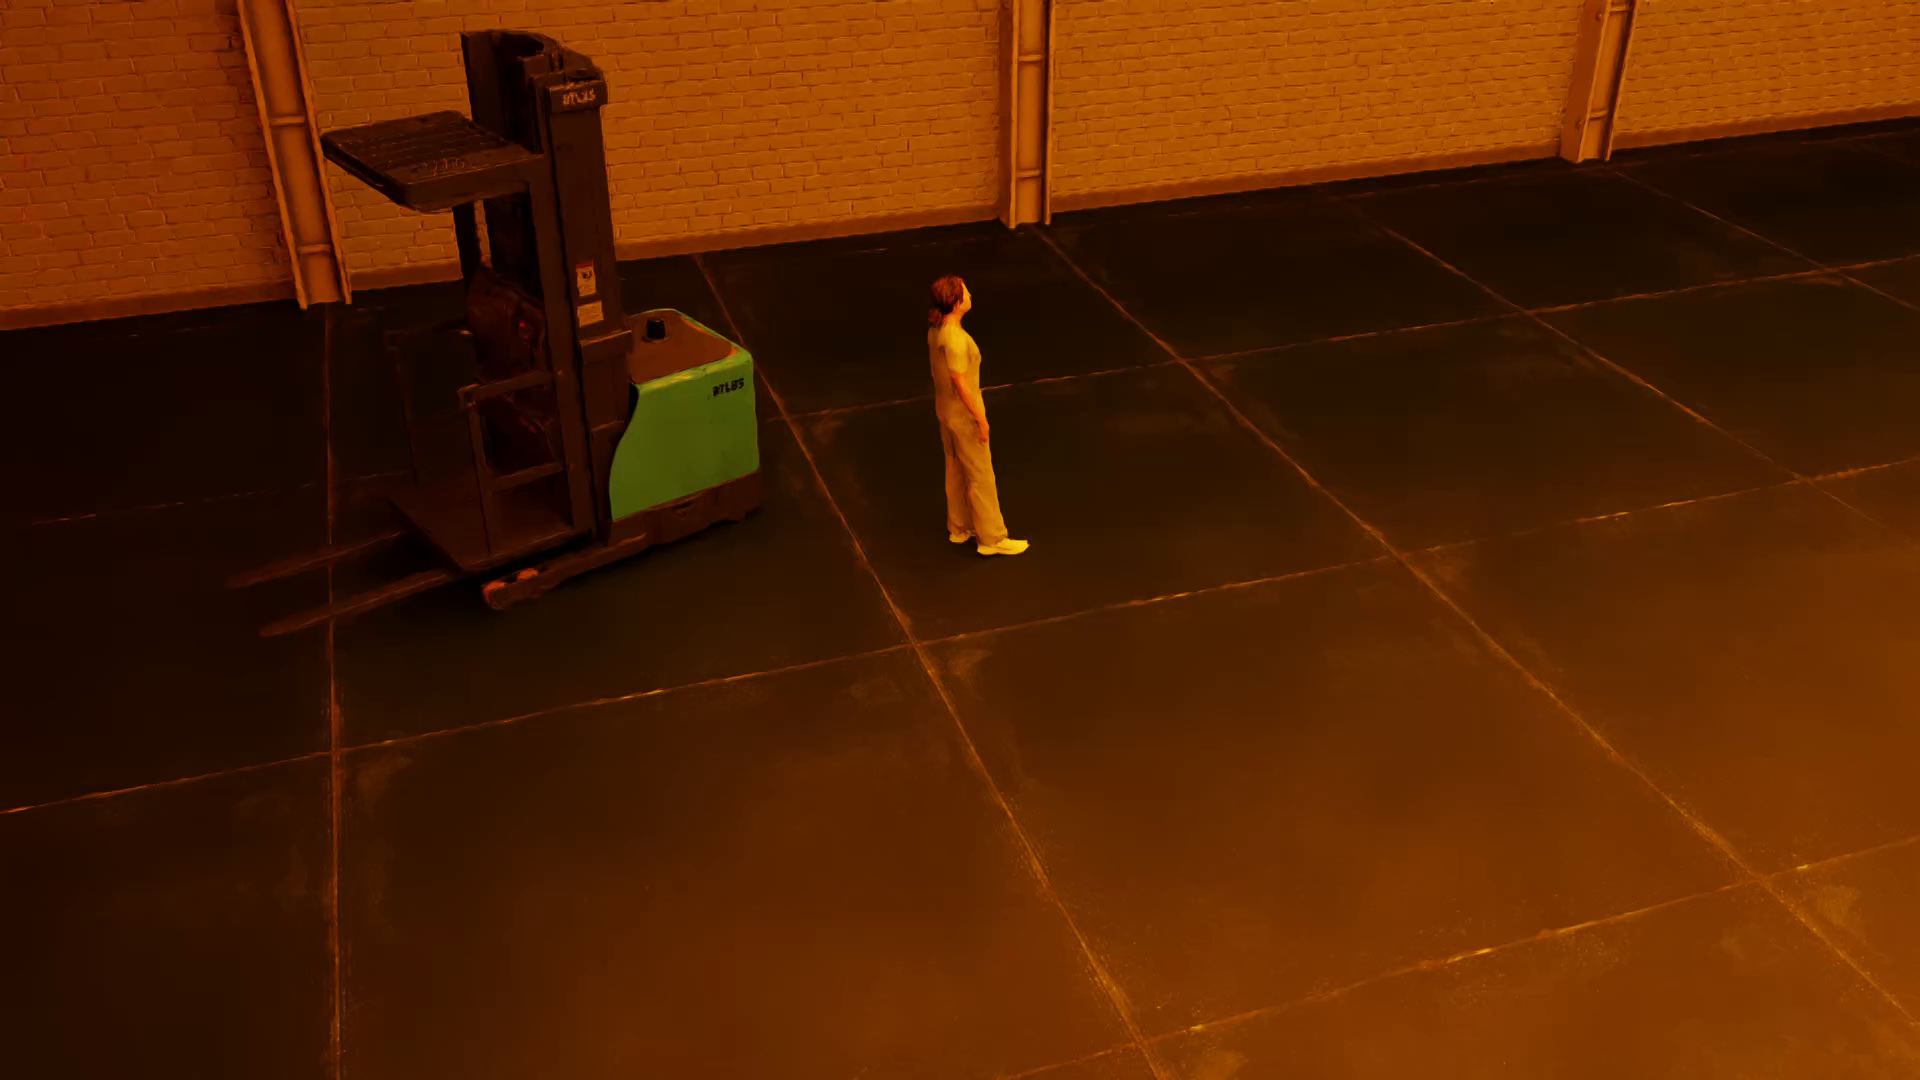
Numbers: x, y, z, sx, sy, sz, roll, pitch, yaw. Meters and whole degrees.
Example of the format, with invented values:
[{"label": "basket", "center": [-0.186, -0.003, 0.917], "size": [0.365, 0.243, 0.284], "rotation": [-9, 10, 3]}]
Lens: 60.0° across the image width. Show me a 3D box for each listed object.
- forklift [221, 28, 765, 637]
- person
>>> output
[{"label": "forklift", "center": [-2.679, -1.173, 9.125], "size": [3.031, 2.935, 1.130], "rotation": [-22, 36, -33]}, {"label": "person", "center": [0.074, -0.738, 9.614], "size": [0.548, 1.674, 0.550], "rotation": [-10, 31, -16]}]
